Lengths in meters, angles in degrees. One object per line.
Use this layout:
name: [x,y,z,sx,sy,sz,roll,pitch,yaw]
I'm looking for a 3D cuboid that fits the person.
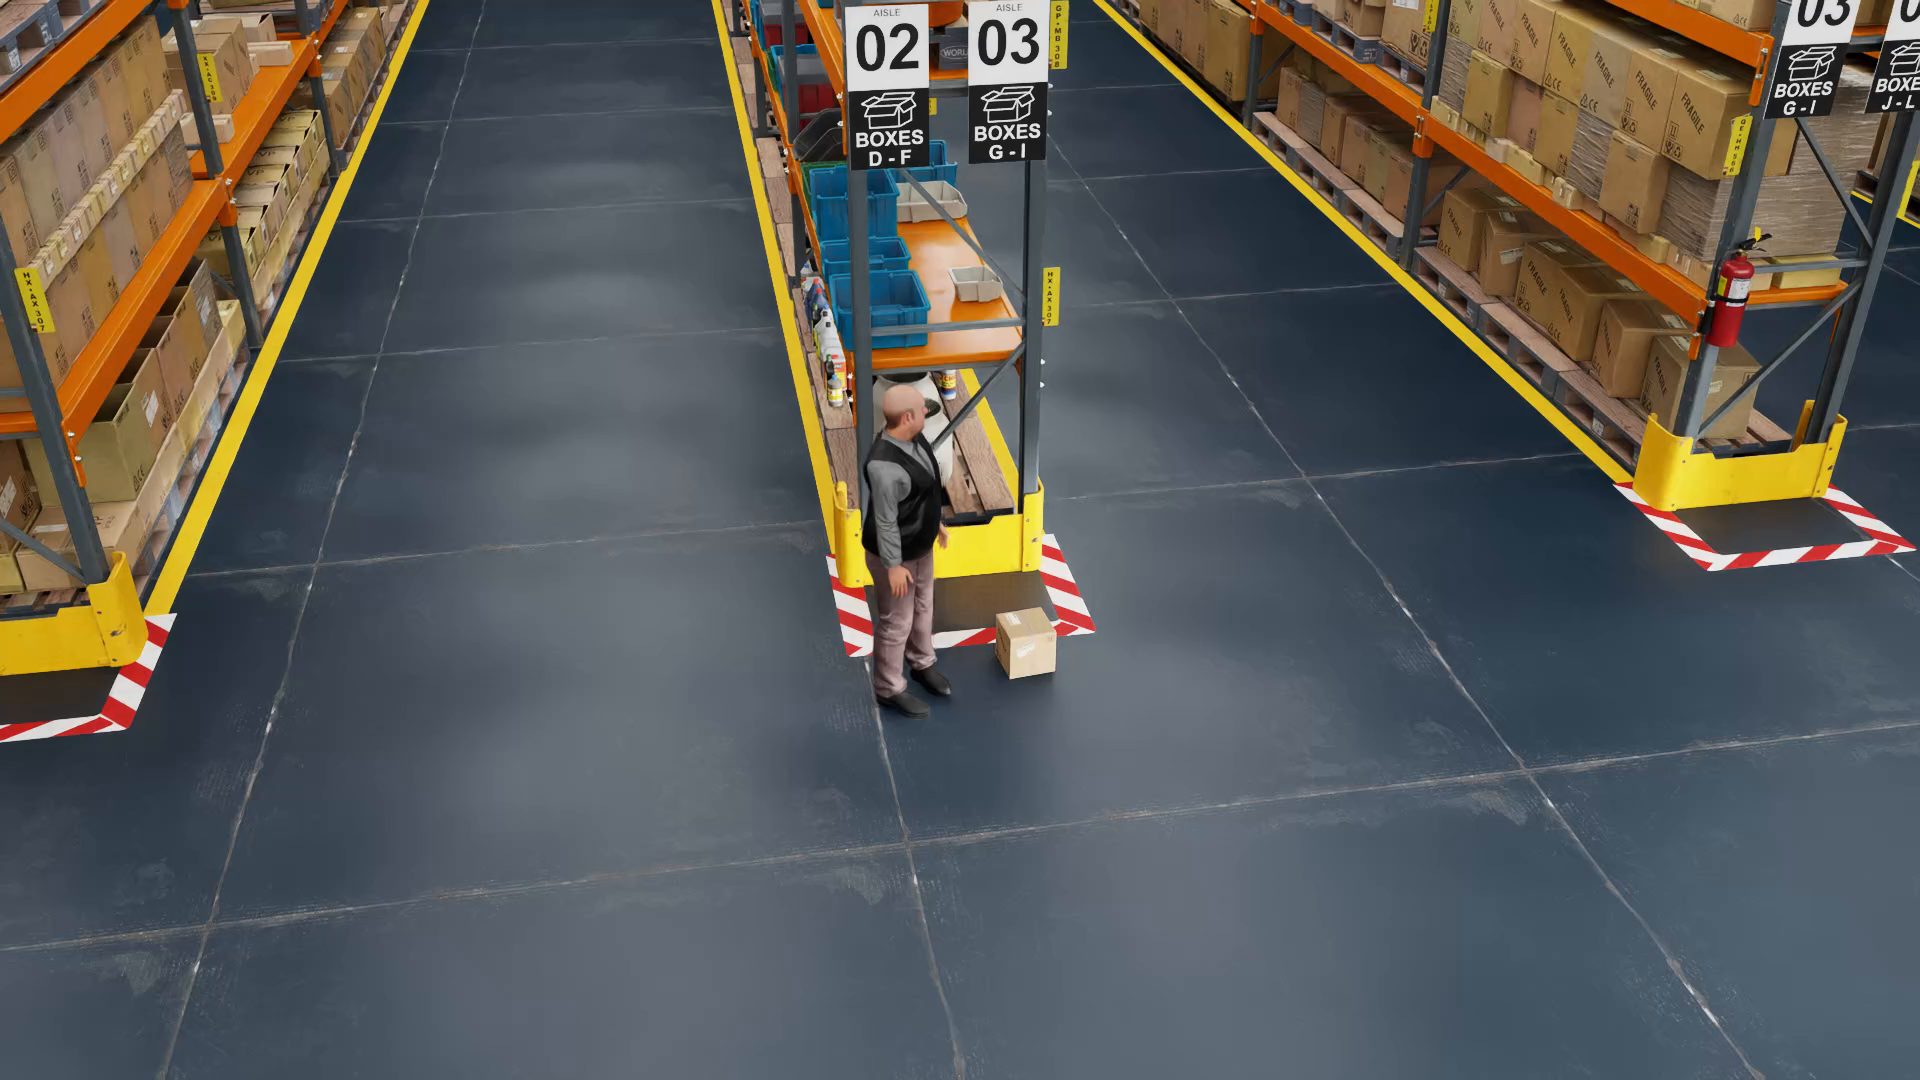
person: [-0.255,0.048,8.060,0.428,1.748,0.557,8,31,13]
